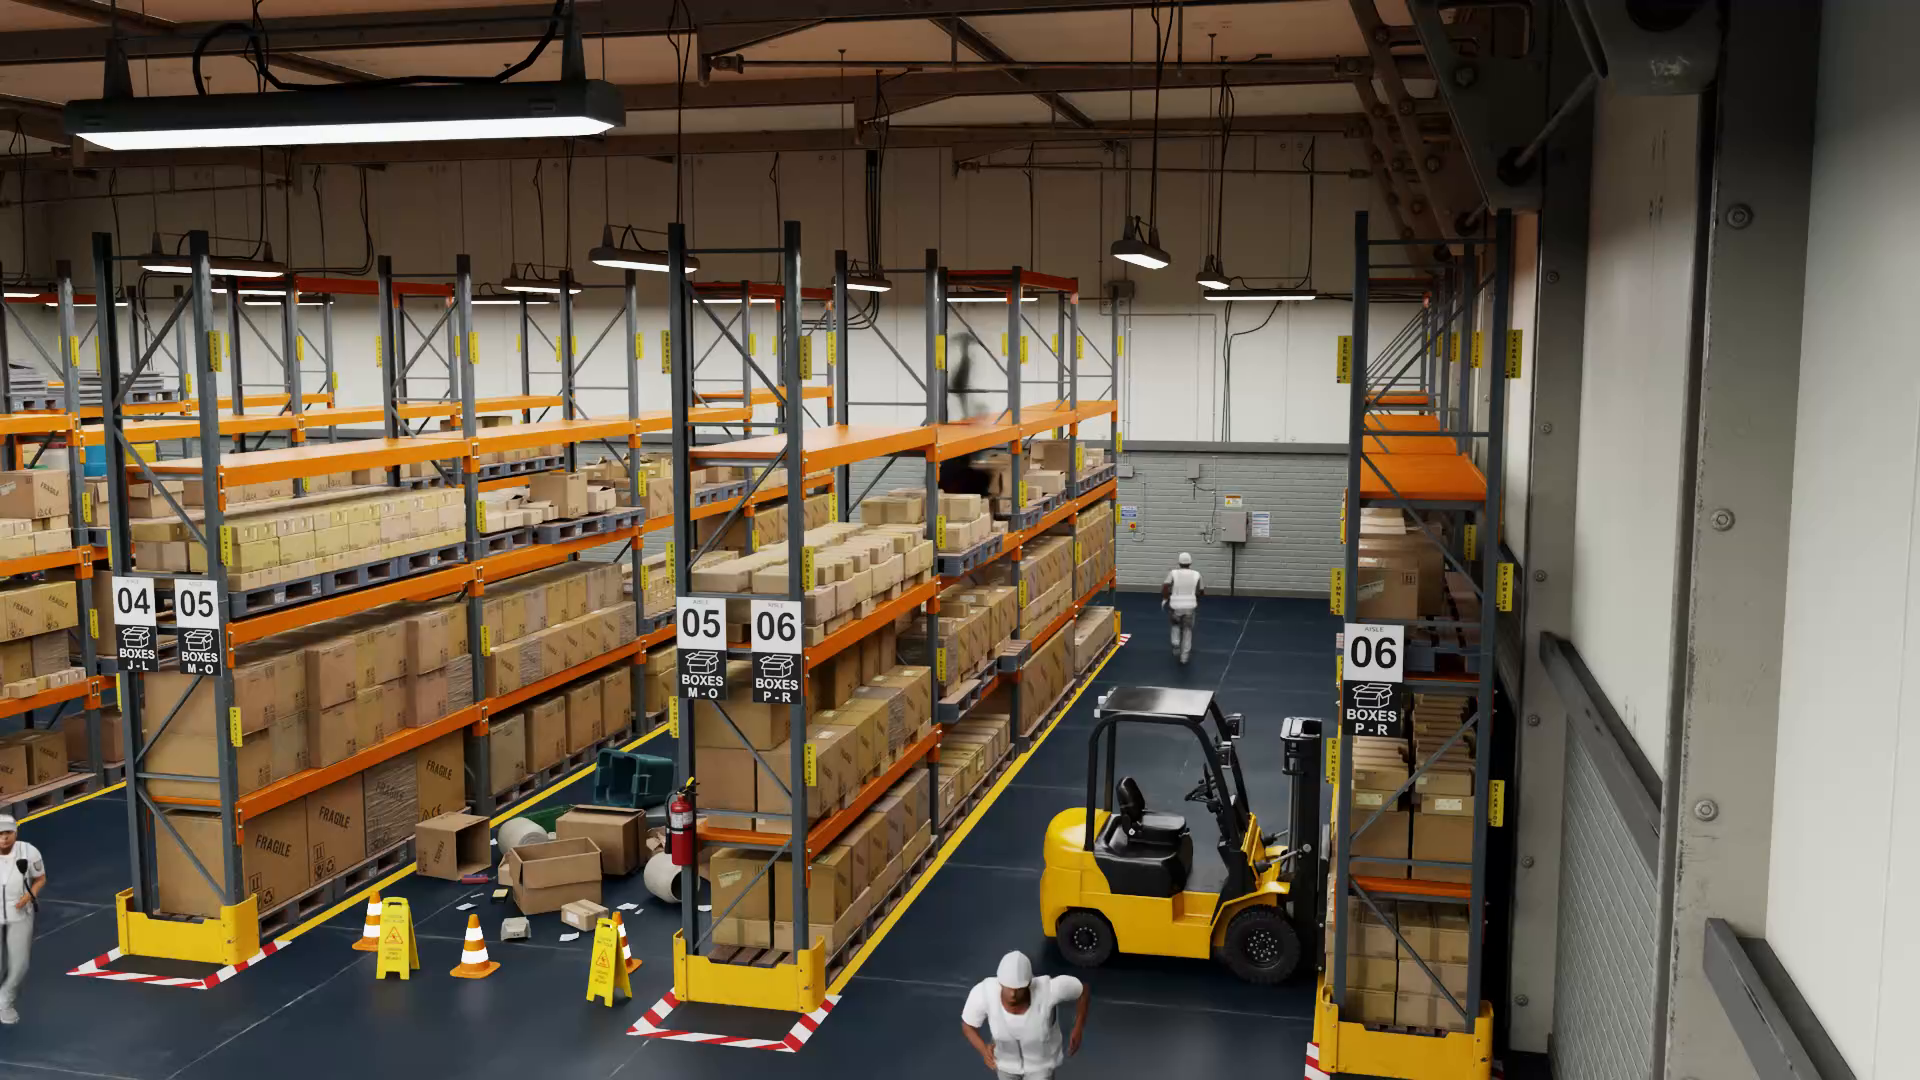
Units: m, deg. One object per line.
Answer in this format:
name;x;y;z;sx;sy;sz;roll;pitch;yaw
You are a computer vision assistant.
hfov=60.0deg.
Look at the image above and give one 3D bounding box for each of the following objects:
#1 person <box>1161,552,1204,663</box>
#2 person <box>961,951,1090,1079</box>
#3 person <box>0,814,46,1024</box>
person;3.553;1.055;26.607;0.677;1.731;0.671;0;7;4
person;0.399;3.164;9.934;0.747;1.717;1.041;1;7;11
person;-7.190;2.856;12.504;0.598;1.621;0.575;-5;9;-35
